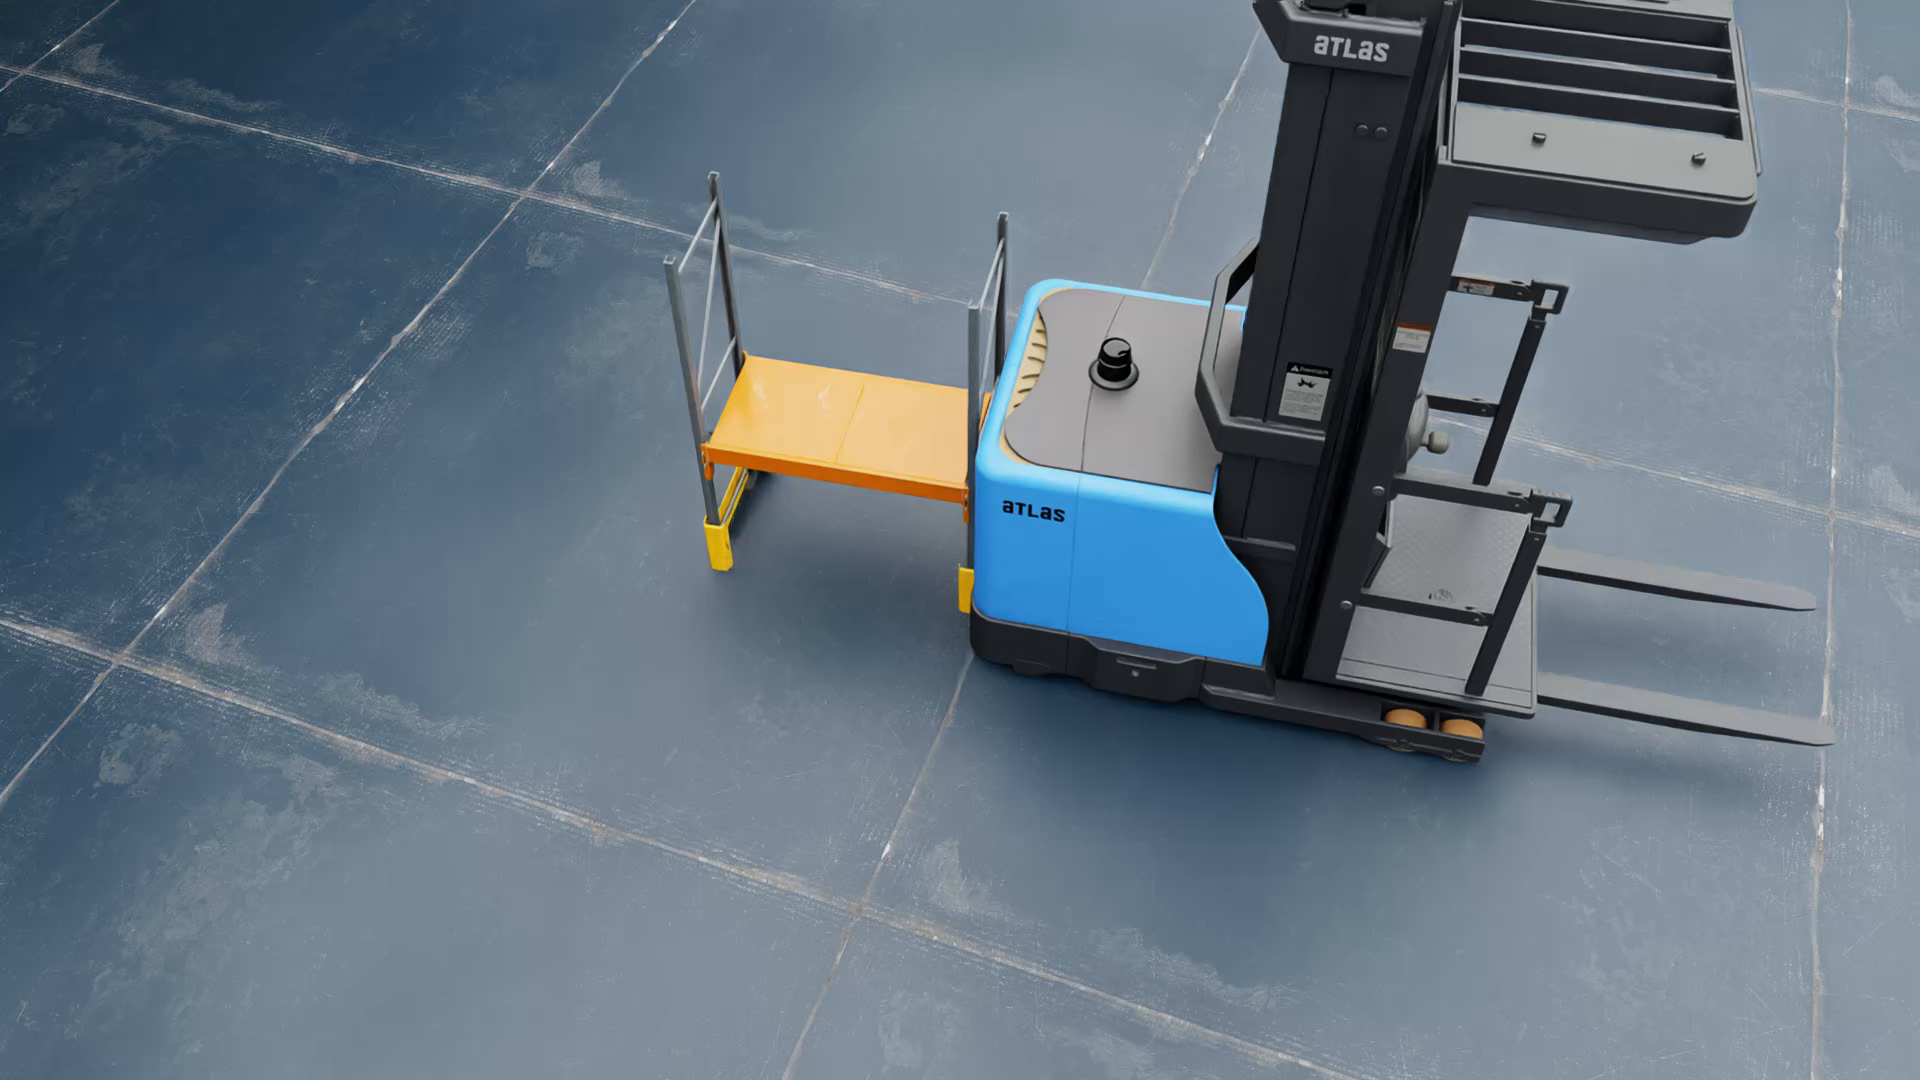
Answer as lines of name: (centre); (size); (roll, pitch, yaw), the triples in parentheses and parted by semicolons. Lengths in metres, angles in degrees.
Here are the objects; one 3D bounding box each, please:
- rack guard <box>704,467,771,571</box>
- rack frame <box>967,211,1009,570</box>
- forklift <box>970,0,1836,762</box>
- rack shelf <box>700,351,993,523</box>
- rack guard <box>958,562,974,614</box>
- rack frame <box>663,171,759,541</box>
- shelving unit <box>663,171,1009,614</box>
rack guard: (-0.879, -0.181, 6.608); (0.087, 0.250, 0.587); (10, 50, 8)
rack frame: (0.095, -0.426, 5.994); (0.032, 1.500, 0.500); (10, 50, 8)
forklift: (1.609, -0.614, 5.209); (3.031, 2.935, 1.130); (10, 50, 8)
rack shelf: (-0.401, -0.392, 6.202); (1.000, 0.185, 0.538); (10, 50, 8)
rack guard: (0.094, -0.017, 6.466); (0.087, 0.250, 0.587); (10, 50, 8)
rack frame: (-0.898, -0.593, 6.138); (0.032, 1.500, 0.500); (10, 50, 8)
shelving unit: (-0.393, -0.508, 6.065); (1.083, 1.500, 0.587); (10, 50, 8)
